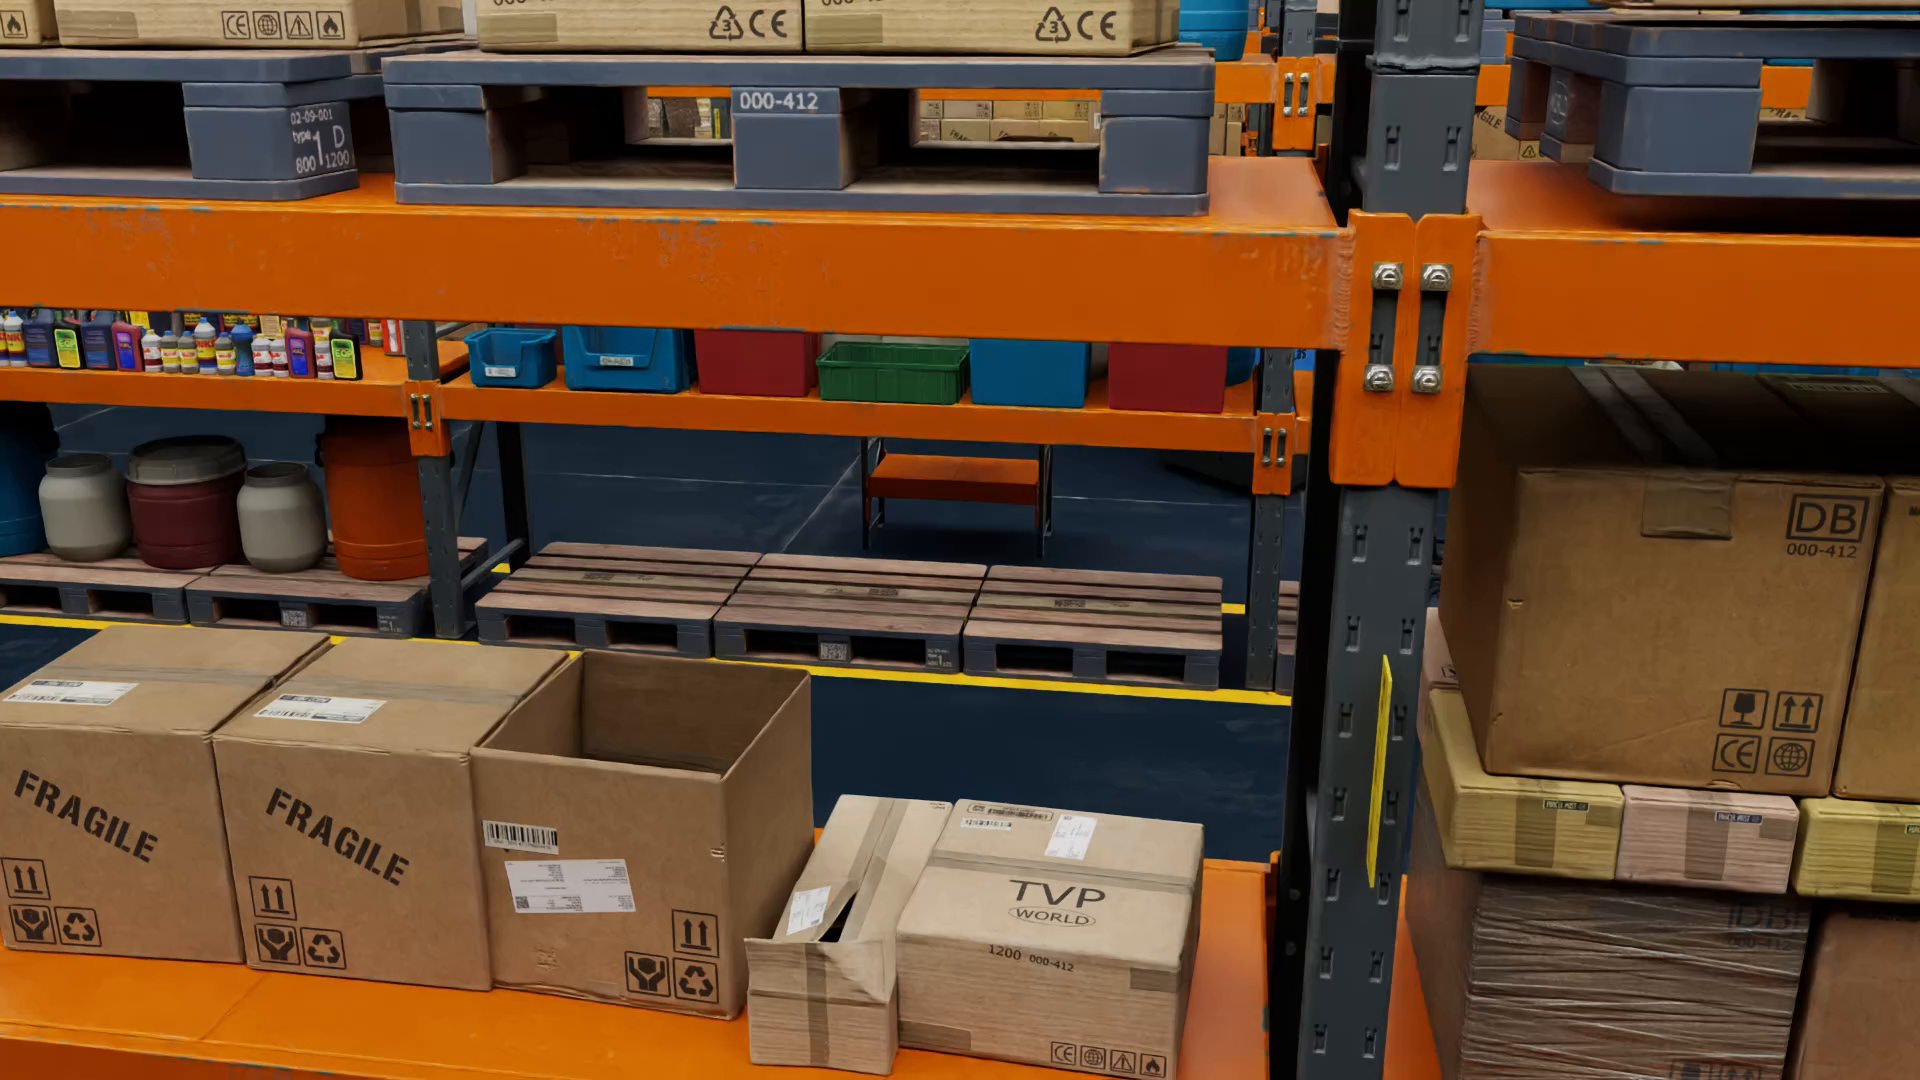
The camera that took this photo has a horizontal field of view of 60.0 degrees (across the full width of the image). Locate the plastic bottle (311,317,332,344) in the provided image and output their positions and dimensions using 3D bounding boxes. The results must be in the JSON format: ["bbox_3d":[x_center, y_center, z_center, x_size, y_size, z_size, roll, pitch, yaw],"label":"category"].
[{"bbox_3d":[-3.318,-1.092,8.653,0.097,0.201,0.097,0,18,0],"label":"plastic bottle"}]

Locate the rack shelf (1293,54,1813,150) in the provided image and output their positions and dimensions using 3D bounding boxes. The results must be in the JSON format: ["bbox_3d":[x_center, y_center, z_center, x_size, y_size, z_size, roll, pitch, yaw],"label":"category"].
[{"bbox_3d":[3.440,-1.859,7.039,4.000,0.370,1.077,3,19,9],"label":"rack shelf"}]

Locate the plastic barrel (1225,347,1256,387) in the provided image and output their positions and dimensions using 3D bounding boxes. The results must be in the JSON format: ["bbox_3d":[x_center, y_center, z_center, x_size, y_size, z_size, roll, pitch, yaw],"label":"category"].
[{"bbox_3d":[1.132,-1.231,7.964,0.708,0.901,0.600,3,19,9],"label":"plastic barrel"}]

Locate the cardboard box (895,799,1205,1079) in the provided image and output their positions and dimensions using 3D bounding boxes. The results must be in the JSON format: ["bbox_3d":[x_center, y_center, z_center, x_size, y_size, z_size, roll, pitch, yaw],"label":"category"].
[{"bbox_3d":[0.183,0.733,3.121,0.500,0.250,0.500,4,19,12],"label":"cardboard box"}]

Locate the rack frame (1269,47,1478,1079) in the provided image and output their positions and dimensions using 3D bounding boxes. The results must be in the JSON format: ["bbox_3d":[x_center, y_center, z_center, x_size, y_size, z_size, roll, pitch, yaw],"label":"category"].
[{"bbox_3d":[0.676,0.673,3.064,0.127,3.000,1.000,3,19,9],"label":"rack frame"}]

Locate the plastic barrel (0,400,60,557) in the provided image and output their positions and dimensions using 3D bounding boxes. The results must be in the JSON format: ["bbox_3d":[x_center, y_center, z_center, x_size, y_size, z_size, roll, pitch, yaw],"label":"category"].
[{"bbox_3d":[-5.200,-0.417,8.967,0.708,0.901,0.600,3,19,9],"label":"plastic barrel"}]

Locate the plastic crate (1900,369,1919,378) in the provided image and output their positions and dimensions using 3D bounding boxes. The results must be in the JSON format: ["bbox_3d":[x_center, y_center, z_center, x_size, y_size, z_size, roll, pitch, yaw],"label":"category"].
[{"bbox_3d":[4.233,-0.573,7.022,0.408,0.251,0.499,3,19,9],"label":"plastic crate"}]

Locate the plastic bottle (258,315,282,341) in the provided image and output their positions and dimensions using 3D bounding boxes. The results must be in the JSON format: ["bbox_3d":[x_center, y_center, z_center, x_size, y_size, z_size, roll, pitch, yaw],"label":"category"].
[{"bbox_3d":[-3.670,-1.204,8.857,0.133,0.283,0.061,3,19,9],"label":"plastic bottle"}]

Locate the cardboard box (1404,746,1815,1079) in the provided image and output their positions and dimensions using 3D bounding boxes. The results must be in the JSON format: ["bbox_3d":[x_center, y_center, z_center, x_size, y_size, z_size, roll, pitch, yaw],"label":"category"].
[{"bbox_3d":[1.115,0.646,2.988,0.500,0.500,0.700,2,19,7],"label":"cardboard box"}]

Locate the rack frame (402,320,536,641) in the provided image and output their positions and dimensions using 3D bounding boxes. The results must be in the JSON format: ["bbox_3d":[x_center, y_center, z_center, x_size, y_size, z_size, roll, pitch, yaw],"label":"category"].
[{"bbox_3d":[-2.484,-1.080,8.303,0.127,3.000,1.000,3,19,9],"label":"rack frame"}]

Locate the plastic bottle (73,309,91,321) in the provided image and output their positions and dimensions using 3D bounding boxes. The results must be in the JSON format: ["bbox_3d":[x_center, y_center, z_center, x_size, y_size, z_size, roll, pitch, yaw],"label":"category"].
[{"bbox_3d":[-4.772,-1.242,8.982,0.135,0.276,0.152,3,19,9],"label":"plastic bottle"}]

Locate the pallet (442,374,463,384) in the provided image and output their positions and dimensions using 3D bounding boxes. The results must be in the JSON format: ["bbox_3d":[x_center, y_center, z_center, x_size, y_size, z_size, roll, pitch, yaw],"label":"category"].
[{"bbox_3d":[-3.666,-1.435,13.758,1.213,0.211,1.003,3,19,9],"label":"pallet"}]

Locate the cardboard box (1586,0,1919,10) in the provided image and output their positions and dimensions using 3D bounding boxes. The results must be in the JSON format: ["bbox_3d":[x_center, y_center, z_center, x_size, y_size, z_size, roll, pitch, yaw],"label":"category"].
[{"bbox_3d":[1.132,-0.954,2.161,0.500,0.500,0.500,4,19,13],"label":"cardboard box"}]

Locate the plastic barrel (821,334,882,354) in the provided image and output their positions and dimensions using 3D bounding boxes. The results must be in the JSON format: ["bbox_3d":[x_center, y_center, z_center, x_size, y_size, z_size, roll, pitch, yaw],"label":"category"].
[{"bbox_3d":[-0.596,-1.119,8.205,0.433,0.535,0.433,0,18,0],"label":"plastic barrel"}]

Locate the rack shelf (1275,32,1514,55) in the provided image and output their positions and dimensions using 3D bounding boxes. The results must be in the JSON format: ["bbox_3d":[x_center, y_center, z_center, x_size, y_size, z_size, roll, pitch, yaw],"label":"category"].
[{"bbox_3d":[4.226,-3.411,11.677,4.000,0.370,1.077,3,19,9],"label":"rack shelf"}]

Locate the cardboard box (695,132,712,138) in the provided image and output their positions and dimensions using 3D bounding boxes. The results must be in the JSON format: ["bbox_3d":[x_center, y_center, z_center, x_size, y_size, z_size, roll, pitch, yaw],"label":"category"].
[{"bbox_3d":[-2.637,-4.208,17.385,0.250,0.149,0.380,3,19,10],"label":"cardboard box"}]

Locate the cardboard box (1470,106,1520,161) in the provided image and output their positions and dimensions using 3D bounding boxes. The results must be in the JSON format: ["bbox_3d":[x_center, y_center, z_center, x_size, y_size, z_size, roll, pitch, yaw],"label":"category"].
[{"bbox_3d":[3.643,-2.941,11.662,0.500,0.500,0.500,3,19,9],"label":"cardboard box"}]

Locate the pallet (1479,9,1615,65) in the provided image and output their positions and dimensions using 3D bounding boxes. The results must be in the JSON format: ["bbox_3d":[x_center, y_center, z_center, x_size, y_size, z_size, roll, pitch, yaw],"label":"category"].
[{"bbox_3d":[2.193,-2.206,7.239,1.003,0.211,1.213,3,19,9],"label":"pallet"}]

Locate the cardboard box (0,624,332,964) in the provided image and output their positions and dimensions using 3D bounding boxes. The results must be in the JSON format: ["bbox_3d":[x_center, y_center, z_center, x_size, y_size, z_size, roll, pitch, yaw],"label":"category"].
[{"bbox_3d":[-1.614,0.504,3.413,0.500,0.500,0.500,2,19,6],"label":"cardboard box"}]

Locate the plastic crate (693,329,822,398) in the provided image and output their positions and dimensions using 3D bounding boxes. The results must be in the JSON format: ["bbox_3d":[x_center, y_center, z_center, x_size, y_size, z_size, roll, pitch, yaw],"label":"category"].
[{"bbox_3d":[-0.937,-0.933,7.764,0.583,0.464,0.402,3,19,9],"label":"plastic crate"}]

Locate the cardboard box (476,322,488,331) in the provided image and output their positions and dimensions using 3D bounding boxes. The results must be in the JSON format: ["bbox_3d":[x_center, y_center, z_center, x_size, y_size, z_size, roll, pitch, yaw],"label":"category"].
[{"bbox_3d":[-3.255,-1.912,13.476,0.875,0.875,1.225,3,19,9],"label":"cardboard box"}]

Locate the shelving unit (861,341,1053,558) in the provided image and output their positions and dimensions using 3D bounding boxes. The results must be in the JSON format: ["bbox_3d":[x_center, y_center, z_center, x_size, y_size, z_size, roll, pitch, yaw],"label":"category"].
[{"bbox_3d":[-0.007,-0.534,9.626,1.048,1.125,0.538,3,19,9],"label":"shelving unit"}]

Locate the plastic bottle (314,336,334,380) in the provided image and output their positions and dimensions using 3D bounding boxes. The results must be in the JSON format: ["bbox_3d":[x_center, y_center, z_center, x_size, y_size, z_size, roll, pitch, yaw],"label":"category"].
[{"bbox_3d":[-3.062,-0.884,8.031,0.097,0.201,0.097,0,18,0],"label":"plastic bottle"}]

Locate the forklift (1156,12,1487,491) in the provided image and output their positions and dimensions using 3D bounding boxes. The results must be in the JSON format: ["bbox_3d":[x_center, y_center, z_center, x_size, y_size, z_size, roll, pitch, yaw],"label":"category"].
[{"bbox_3d":[2.820,-2.038,11.275,3.031,2.935,1.130,-13,22,-34],"label":"forklift"}]

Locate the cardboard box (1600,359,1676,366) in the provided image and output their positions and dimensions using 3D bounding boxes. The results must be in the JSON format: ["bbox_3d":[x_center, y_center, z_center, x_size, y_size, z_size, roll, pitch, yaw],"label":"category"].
[{"bbox_3d":[4.991,-1.299,12.235,0.500,0.500,0.500,8,20,23],"label":"cardboard box"}]

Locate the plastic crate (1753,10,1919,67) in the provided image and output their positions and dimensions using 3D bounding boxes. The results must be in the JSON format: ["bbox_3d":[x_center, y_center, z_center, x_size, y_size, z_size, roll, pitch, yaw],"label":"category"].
[{"bbox_3d":[3.484,-2.094,6.632,0.575,0.384,0.392,3,19,9],"label":"plastic crate"}]

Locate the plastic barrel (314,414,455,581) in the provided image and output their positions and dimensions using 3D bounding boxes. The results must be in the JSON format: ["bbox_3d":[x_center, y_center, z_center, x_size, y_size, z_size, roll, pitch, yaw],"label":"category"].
[{"bbox_3d":[-2.970,-0.269,8.639,0.708,0.830,0.600,3,19,9],"label":"plastic barrel"}]

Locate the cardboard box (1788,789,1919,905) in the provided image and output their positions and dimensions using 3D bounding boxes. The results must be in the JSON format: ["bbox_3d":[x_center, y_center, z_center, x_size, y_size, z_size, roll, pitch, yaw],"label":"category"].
[{"bbox_3d":[1.414,0.417,2.649,0.250,0.149,0.380,2,19,7],"label":"cardboard box"}]

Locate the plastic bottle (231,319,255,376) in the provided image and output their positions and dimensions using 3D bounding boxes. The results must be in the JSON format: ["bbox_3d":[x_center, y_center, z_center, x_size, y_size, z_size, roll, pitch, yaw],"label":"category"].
[{"bbox_3d":[-3.482,-0.939,8.084,0.097,0.271,0.097,0,18,0],"label":"plastic bottle"}]

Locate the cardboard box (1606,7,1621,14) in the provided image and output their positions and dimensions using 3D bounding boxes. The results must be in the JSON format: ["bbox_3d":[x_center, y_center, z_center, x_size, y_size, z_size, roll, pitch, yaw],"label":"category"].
[{"bbox_3d":[4.189,-3.601,11.348,0.500,0.250,0.500,3,19,8],"label":"cardboard box"}]

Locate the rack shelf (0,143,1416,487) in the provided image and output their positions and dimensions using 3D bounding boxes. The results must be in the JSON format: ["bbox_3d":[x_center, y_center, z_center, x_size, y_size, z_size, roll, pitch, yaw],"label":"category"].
[{"bbox_3d":[-1.299,-0.509,3.003,4.000,0.370,1.077,3,19,9],"label":"rack shelf"}]

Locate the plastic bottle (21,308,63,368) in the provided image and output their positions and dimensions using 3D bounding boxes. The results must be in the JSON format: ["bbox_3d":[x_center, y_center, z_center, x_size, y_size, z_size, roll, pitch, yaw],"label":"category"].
[{"bbox_3d":[-4.544,-1.038,8.255,0.185,0.351,0.144,3,19,9],"label":"plastic bottle"}]

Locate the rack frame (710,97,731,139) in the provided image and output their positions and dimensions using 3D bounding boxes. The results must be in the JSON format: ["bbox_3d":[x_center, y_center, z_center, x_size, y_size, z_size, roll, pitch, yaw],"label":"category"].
[{"bbox_3d":[-1.698,-2.632,12.941,0.127,3.000,1.000,3,19,9],"label":"rack frame"}]

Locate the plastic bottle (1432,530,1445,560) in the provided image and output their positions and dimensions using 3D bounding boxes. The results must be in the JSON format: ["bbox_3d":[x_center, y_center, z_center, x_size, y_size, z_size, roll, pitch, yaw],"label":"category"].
[{"bbox_3d":[2.337,0.121,8.196,0.185,0.351,0.144,2,19,6],"label":"plastic bottle"}]

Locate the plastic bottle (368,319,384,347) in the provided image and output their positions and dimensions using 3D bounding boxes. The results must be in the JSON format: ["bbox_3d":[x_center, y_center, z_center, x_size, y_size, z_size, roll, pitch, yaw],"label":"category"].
[{"bbox_3d":[-3.066,-1.128,8.760,0.097,0.201,0.097,0,18,0],"label":"plastic bottle"}]

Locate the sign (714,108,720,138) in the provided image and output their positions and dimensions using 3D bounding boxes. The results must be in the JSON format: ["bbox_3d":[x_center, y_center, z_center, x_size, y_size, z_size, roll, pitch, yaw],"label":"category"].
[{"bbox_3d":[-1.783,-3.007,12.237,0.005,0.325,0.100,3,19,9],"label":"sign"}]

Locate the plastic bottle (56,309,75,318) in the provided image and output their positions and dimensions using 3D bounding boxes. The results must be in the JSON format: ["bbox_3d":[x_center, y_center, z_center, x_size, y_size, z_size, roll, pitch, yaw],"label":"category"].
[{"bbox_3d":[-4.774,-1.199,8.863,0.097,0.271,0.097,0,18,0],"label":"plastic bottle"}]

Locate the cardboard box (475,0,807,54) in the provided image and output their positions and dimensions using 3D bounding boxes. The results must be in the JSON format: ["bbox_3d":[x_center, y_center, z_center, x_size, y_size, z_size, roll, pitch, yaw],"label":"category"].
[{"bbox_3d":[-0.473,-0.938,2.727,0.500,0.250,0.500,1,19,3],"label":"cardboard box"}]

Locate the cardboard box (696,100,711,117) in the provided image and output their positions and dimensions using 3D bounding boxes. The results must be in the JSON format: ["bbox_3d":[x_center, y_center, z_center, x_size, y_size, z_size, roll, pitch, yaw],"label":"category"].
[{"bbox_3d":[-2.645,-4.489,17.290,0.250,0.149,0.380,4,19,11],"label":"cardboard box"}]

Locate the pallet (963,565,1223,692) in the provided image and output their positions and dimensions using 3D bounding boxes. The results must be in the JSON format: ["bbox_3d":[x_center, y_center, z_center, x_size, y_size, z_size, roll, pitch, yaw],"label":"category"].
[{"bbox_3d":[0.684,0.416,8.226,1.213,0.211,1.003,3,19,9],"label":"pallet"}]

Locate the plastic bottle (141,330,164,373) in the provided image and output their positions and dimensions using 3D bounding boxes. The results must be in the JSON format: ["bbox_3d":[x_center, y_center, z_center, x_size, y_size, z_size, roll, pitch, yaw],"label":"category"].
[{"bbox_3d":[-3.963,-0.930,8.168,0.097,0.201,0.097,0,18,0],"label":"plastic bottle"}]

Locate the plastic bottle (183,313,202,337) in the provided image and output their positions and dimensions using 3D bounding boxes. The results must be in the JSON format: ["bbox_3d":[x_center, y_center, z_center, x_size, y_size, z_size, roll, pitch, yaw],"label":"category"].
[{"bbox_3d":[-4.110,-1.215,8.908,0.097,0.271,0.097,0,18,0],"label":"plastic bottle"}]

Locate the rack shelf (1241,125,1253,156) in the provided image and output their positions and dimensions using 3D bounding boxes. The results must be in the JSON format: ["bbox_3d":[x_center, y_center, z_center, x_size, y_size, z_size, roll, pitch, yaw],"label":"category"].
[{"bbox_3d":[1.848,-5.295,22.033,4.000,0.370,1.077,3,19,9],"label":"rack shelf"}]

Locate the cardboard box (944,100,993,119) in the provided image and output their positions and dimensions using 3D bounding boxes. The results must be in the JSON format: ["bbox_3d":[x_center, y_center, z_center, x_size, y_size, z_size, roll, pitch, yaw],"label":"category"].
[{"bbox_3d":[0.129,-4.651,17.244,0.500,0.500,0.700,3,19,8],"label":"cardboard box"}]

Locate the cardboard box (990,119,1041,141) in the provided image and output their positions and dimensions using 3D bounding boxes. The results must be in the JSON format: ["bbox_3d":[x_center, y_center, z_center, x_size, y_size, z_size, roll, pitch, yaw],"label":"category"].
[{"bbox_3d":[0.589,-4.071,17.084,0.500,0.500,0.500,3,19,9],"label":"cardboard box"}]
